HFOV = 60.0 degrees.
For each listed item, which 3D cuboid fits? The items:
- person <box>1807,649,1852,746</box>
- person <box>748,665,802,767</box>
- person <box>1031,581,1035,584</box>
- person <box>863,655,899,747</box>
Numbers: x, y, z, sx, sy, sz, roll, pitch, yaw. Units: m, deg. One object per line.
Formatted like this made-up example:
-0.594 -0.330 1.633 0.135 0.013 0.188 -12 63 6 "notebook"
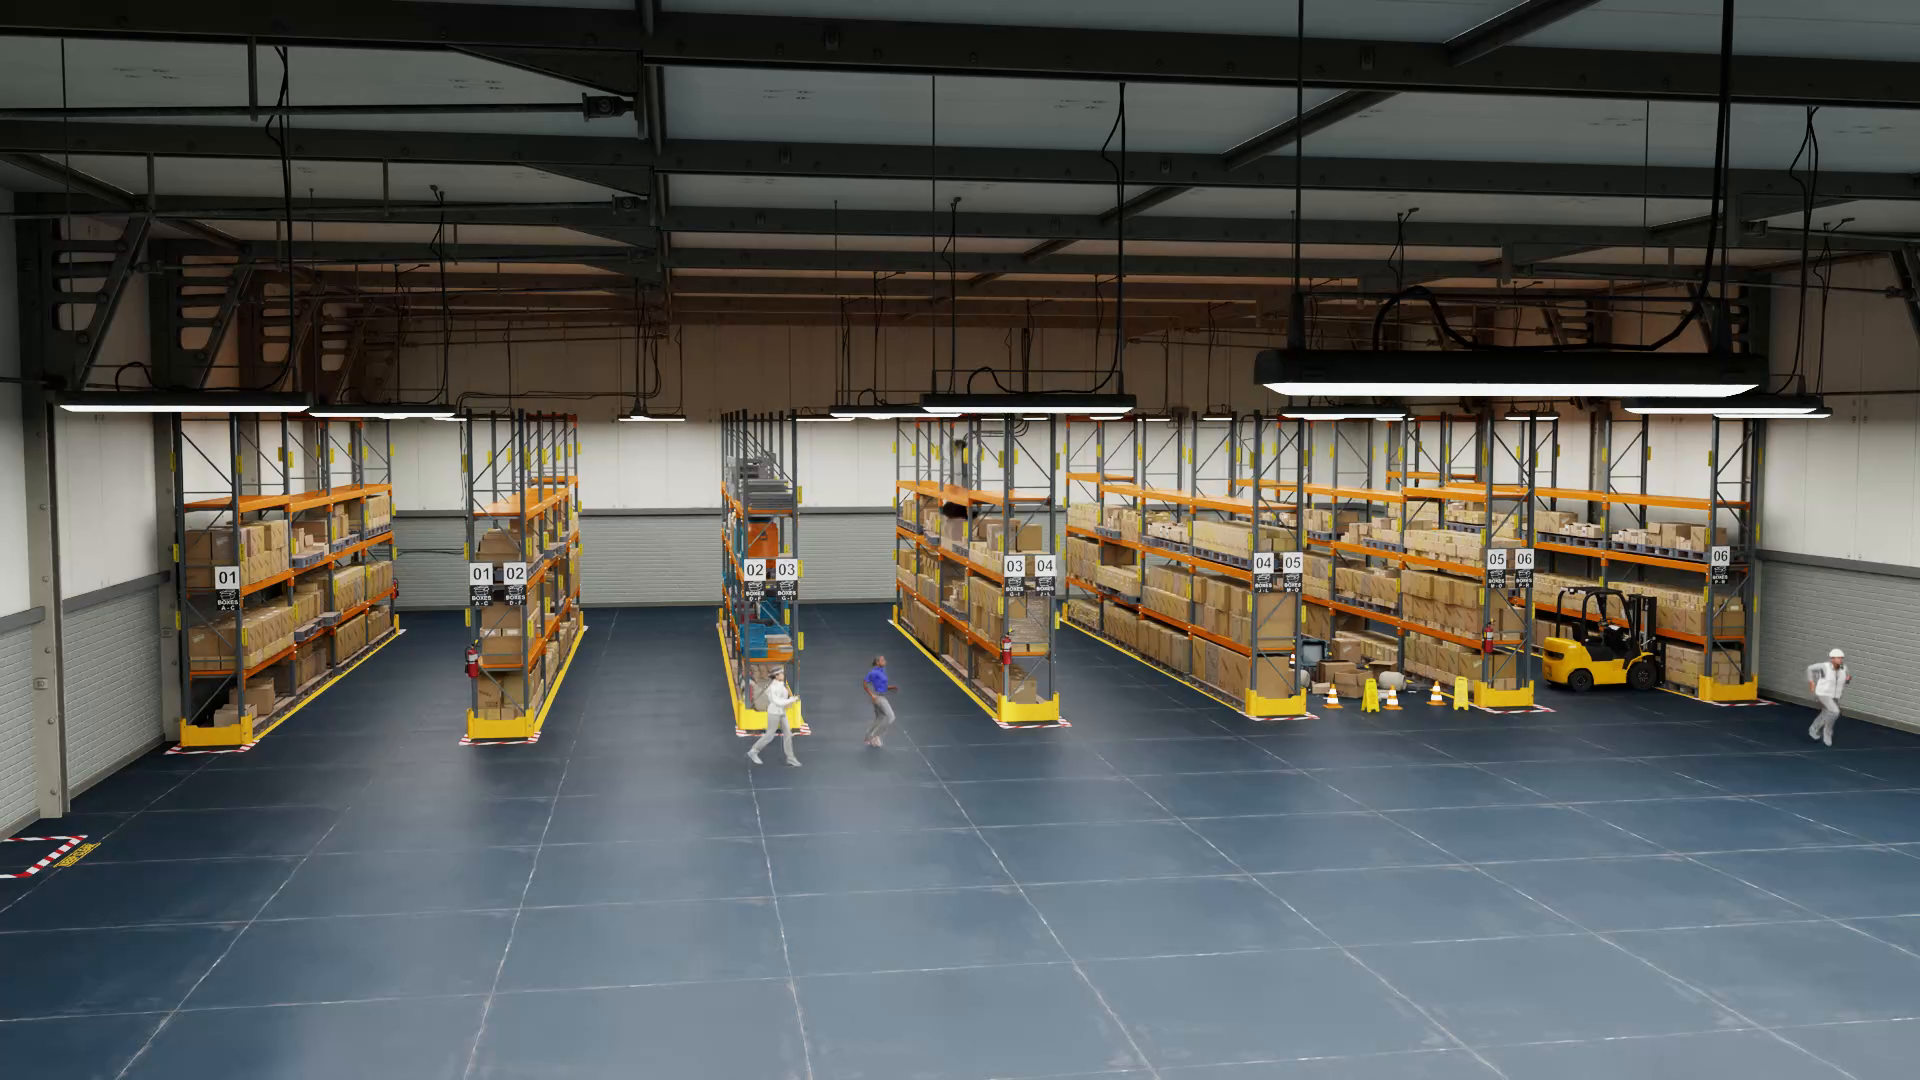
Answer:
15.486 2.783 29.664 0.643 1.736 0.920 -1 4 -13 "person"
-3.078 2.922 27.670 0.919 1.702 0.597 1 4 11 "person"
2.096 1.495 48.753 0.660 1.682 0.862 2 5 31 "person"
-1.395 2.844 29.446 0.655 1.633 0.554 1 4 10 "person"
